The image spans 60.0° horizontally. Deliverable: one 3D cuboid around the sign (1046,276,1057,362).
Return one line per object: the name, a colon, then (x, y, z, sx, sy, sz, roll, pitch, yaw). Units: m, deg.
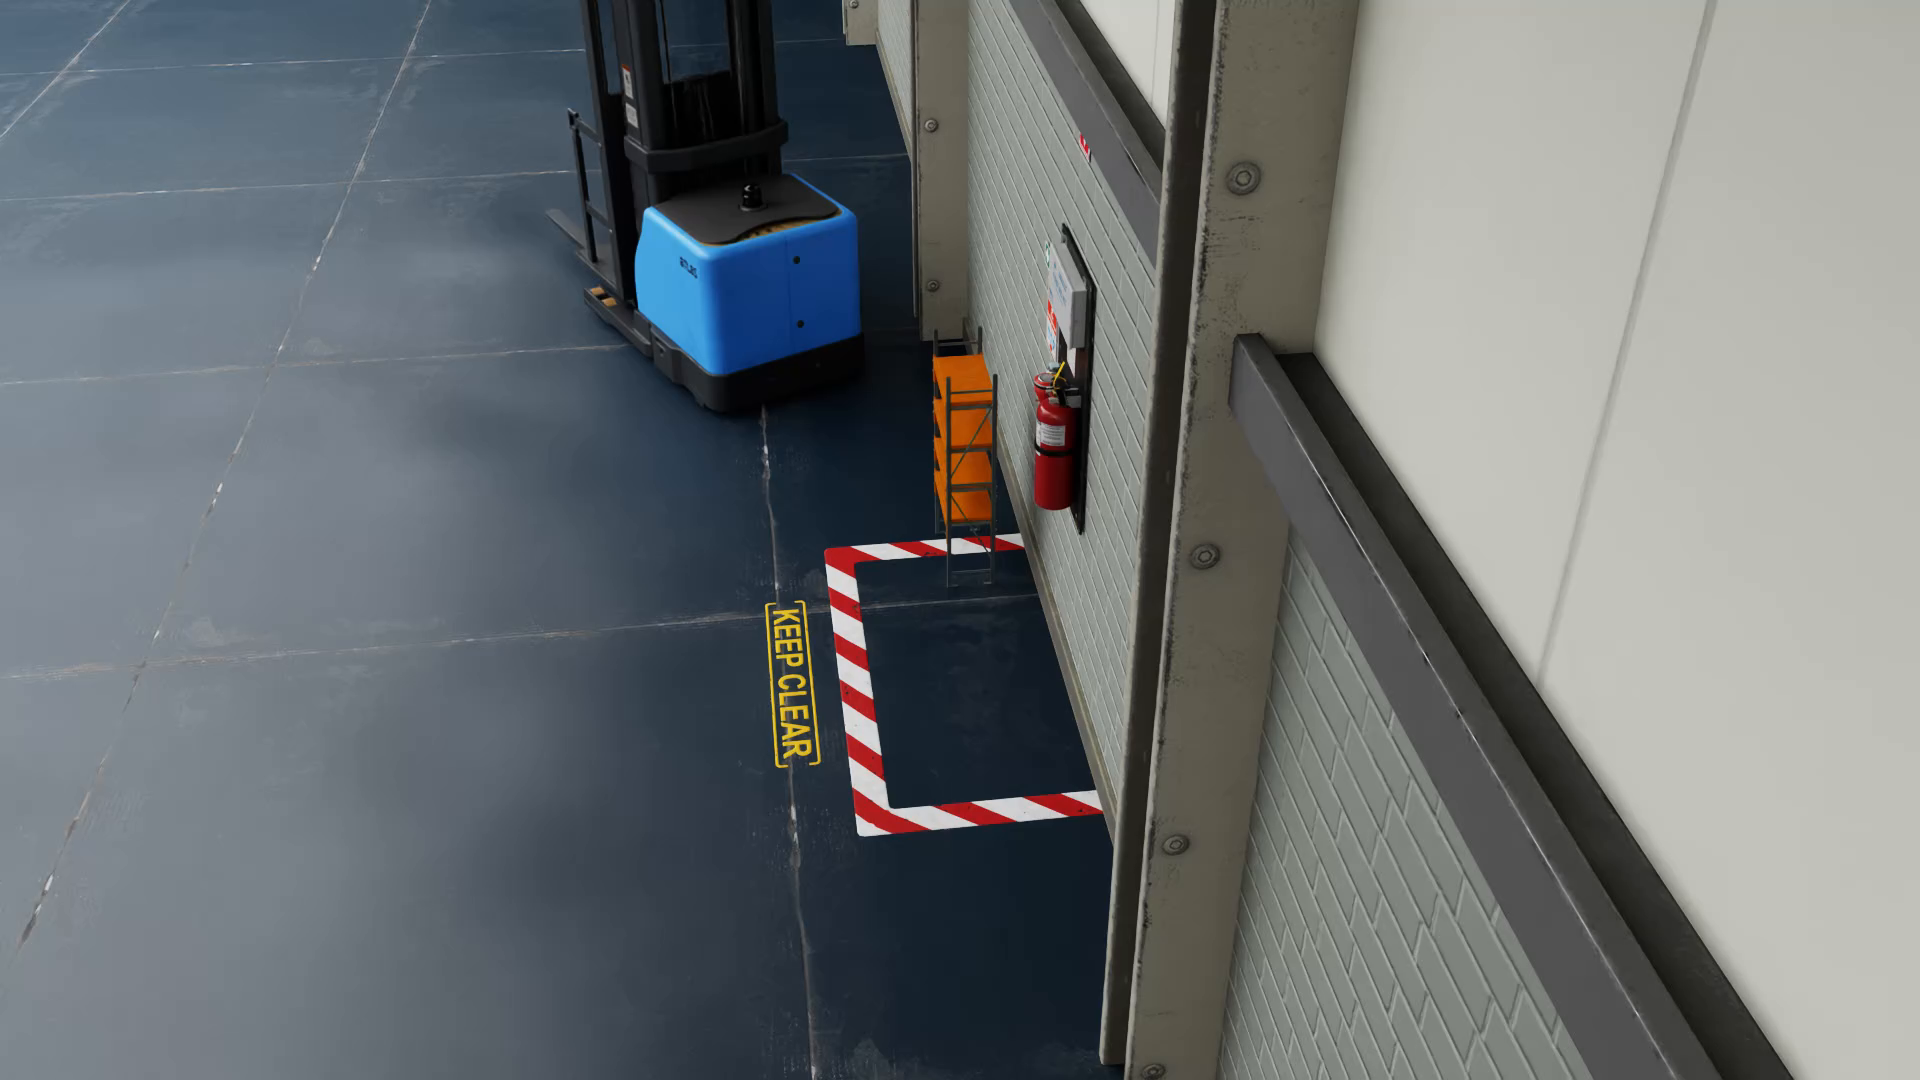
sign: (0.416, -0.997, 7.518, 0.001, 0.329, 0.234, -4, 35, -6)

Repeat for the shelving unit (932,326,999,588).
shelving unit: (0.022, -0.403, 8.277, 0.258, 1.200, 0.503, -4, 35, -6)

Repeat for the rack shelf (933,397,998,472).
rack shelf: (0.022, -0.533, 8.189, 0.258, 0.148, 0.480, -4, 35, -6)

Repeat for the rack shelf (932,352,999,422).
rack shelf: (0.022, -0.728, 8.055, 0.258, 0.148, 0.480, -4, 35, -6)

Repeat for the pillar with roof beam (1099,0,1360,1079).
pillar with roof beam: (-3.583, -1.437, 2.869, 9.100, 9.000, 0.400, -4, 35, -6)

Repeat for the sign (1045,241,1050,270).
sign: (0.407, -1.213, 7.364, 0.001, 0.109, 0.331, -4, 35, -6)

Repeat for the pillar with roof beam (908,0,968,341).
pillar with roof beam: (-4.390, -4.786, 7.782, 9.100, 9.000, 0.400, -4, 35, -6)

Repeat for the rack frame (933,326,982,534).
rack frame: (-0.011, -0.540, 8.476, 0.240, 1.200, 0.015, -4, 35, -6)

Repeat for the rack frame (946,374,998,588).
rack frame: (0.055, -0.267, 8.077, 0.240, 1.200, 0.015, -4, 35, -6)

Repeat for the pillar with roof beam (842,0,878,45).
pillar with roof beam: (-5.197, -8.134, 12.695, 9.100, 9.000, 0.400, -4, 35, -6)

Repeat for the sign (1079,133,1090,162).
sign: (0.485, -1.636, 6.429, 0.001, 0.298, 0.199, -4, 35, -6)

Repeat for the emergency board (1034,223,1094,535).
emergency board: (0.388, -0.666, 7.064, 0.194, 1.169, 0.643, -4, 35, -6)

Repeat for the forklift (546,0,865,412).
forklift: (-1.814, -2.750, 10.182, 1.130, 2.935, 3.031, -21, 39, -27)

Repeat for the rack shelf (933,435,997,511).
rack shelf: (0.022, -0.348, 8.314, 0.258, 0.148, 0.480, -4, 35, -6)

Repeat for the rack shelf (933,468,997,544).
rack shelf: (0.022, -0.184, 8.426, 0.258, 0.148, 0.480, -4, 35, -6)
